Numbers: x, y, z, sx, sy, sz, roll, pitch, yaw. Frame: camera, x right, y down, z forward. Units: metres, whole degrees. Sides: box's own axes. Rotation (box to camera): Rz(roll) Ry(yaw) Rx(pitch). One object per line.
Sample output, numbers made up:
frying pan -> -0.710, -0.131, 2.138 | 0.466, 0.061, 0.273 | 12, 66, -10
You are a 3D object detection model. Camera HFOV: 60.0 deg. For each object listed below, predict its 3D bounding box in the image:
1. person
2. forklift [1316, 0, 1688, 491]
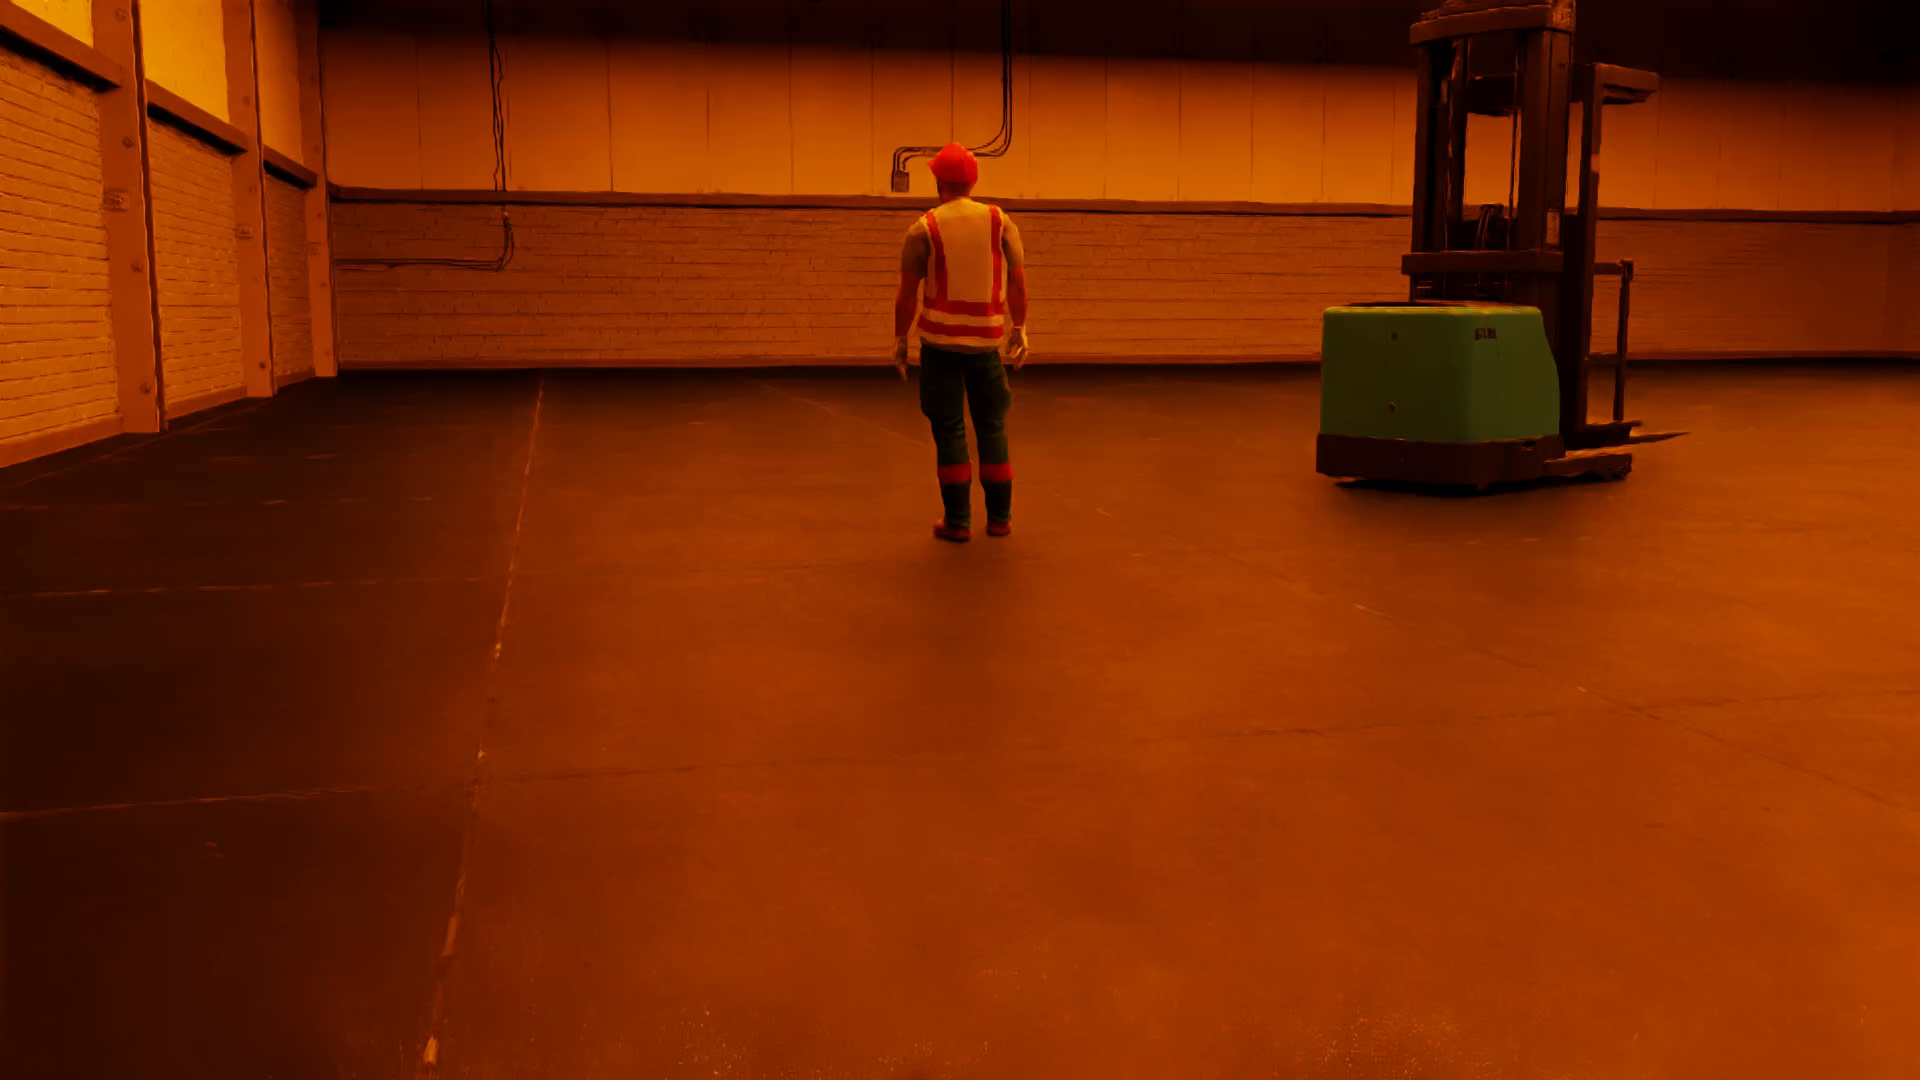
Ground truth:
person -> -0.008, -0.904, 7.662 | 0.637, 1.787, 0.563 | -2, 8, -13
forklift -> 3.623, -1.874, 10.523 | 3.031, 2.935, 1.130 | -7, 10, -40
